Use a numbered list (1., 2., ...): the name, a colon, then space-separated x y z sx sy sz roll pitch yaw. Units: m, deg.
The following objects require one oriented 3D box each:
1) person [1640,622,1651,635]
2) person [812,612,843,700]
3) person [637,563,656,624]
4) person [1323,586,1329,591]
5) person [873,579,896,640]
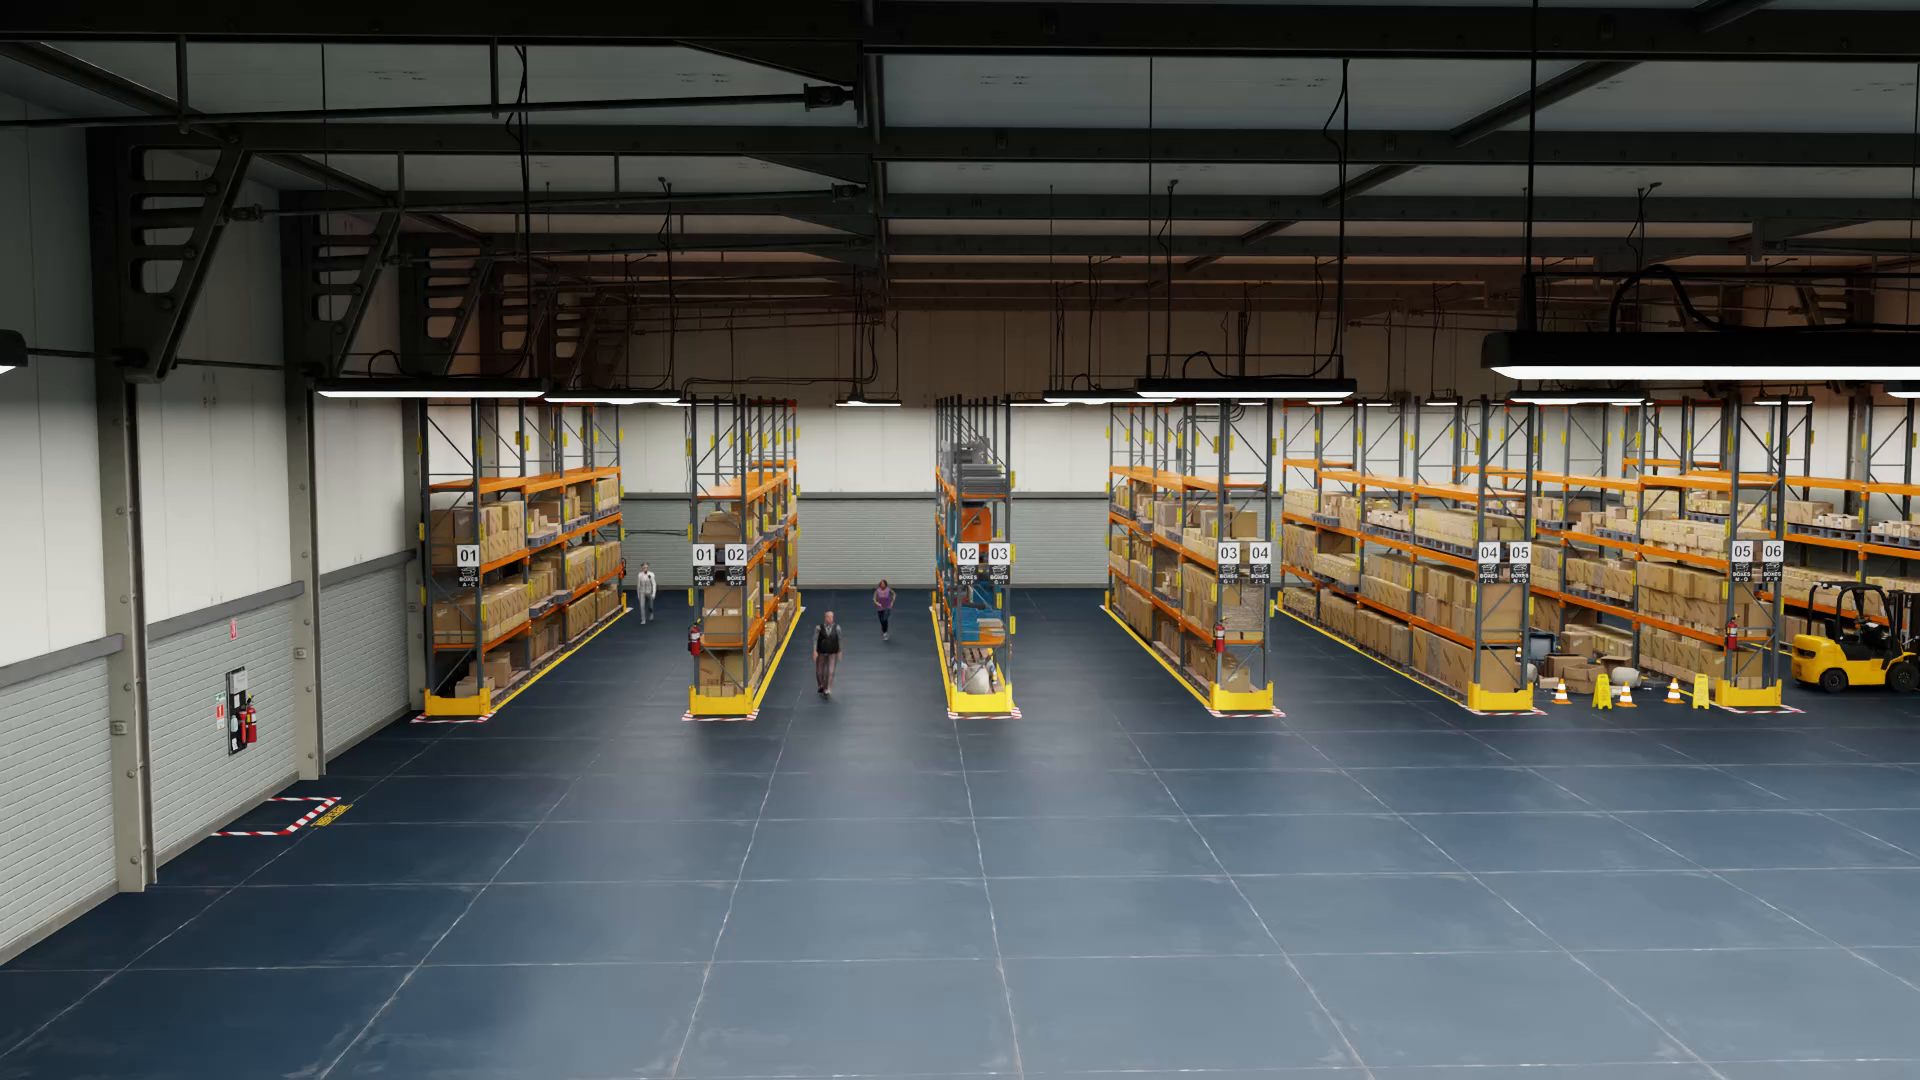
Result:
1. person: 17.022 1.603 41.260 0.566 1.800 0.390 -3 5 -29
2. person: -2.634 2.287 33.127 0.615 1.722 0.762 -1 5 -10
3. person: -8.362 1.400 44.368 0.492 1.633 0.831 0 5 -5
4. person: 10.853 1.010 48.737 1.036 1.697 0.524 2 5 19
5. person: -1.869 1.710 41.144 0.531 1.517 0.794 1 5 9
